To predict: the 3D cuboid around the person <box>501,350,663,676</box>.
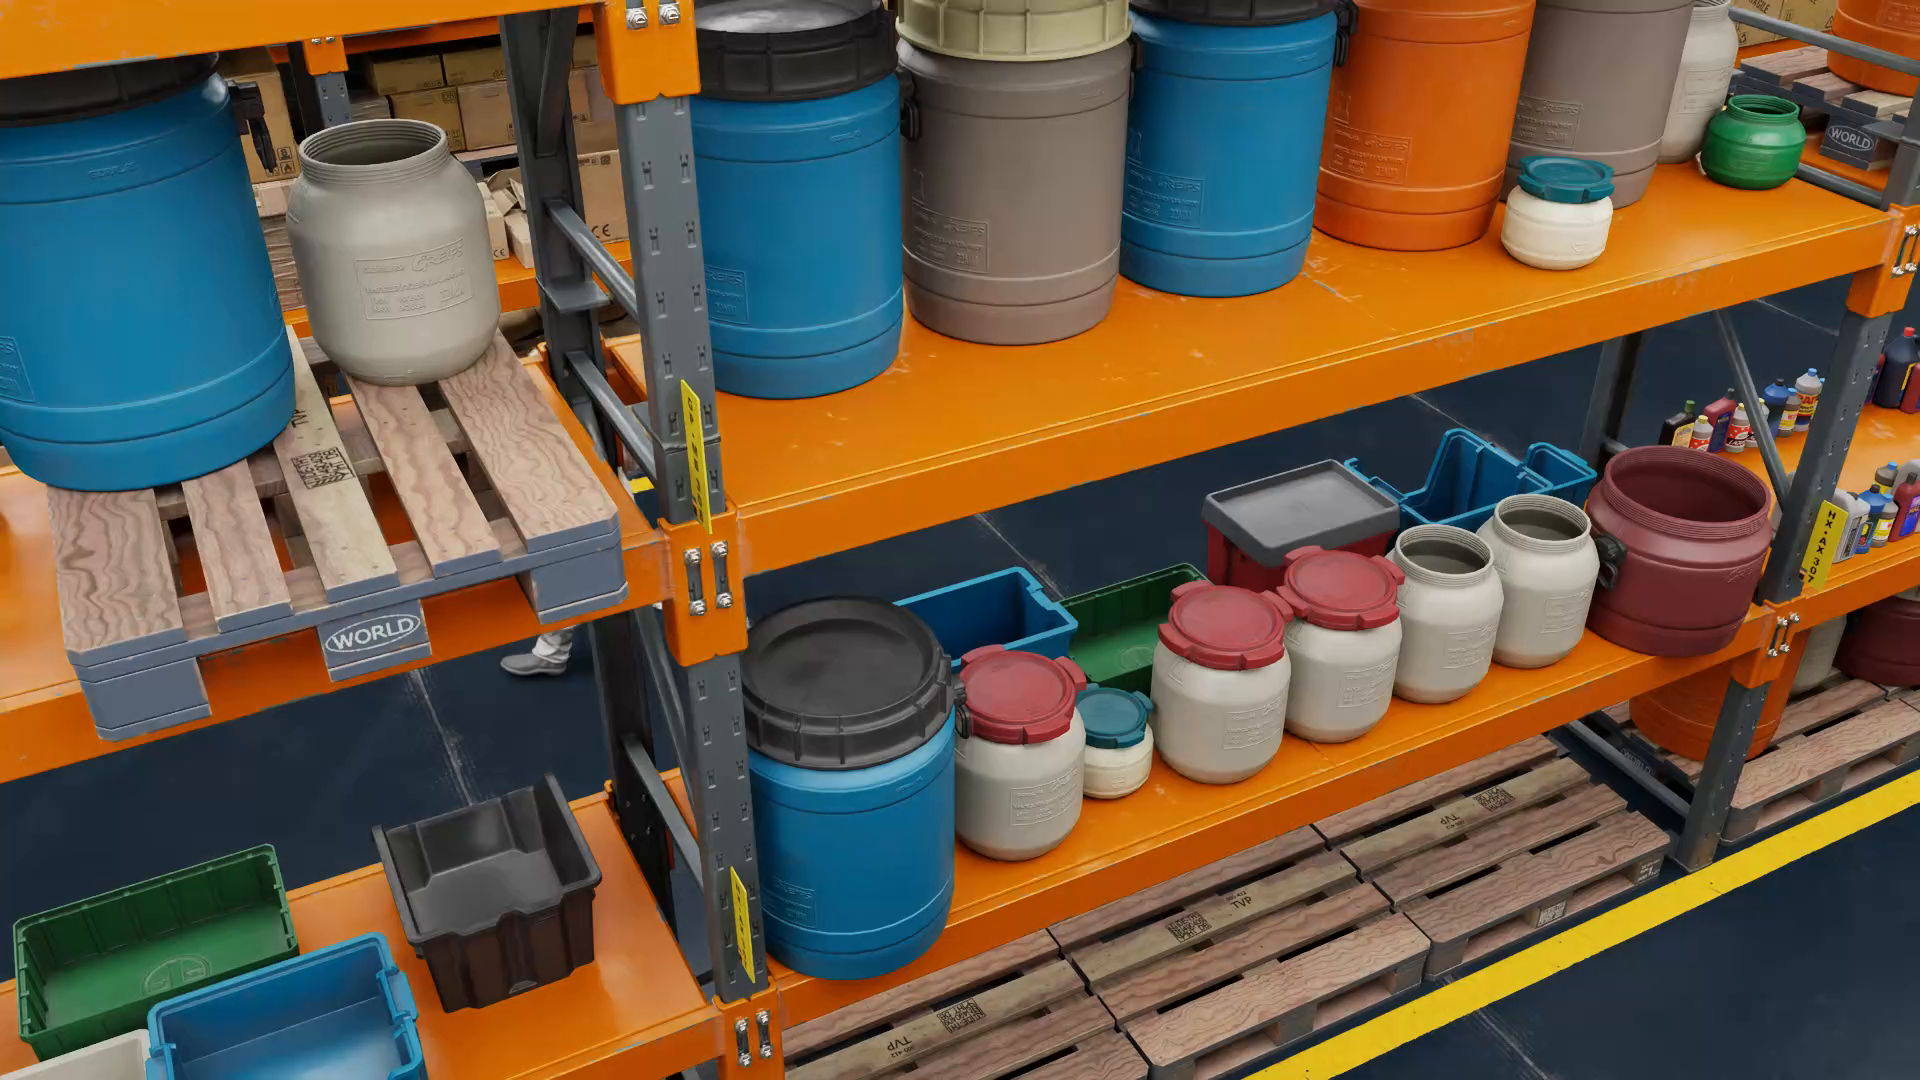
[{"bbox_3d":[-1.580,-0.127,7.341,1.073,1.747,0.540,-12,35,-18],"label":"person"}]
